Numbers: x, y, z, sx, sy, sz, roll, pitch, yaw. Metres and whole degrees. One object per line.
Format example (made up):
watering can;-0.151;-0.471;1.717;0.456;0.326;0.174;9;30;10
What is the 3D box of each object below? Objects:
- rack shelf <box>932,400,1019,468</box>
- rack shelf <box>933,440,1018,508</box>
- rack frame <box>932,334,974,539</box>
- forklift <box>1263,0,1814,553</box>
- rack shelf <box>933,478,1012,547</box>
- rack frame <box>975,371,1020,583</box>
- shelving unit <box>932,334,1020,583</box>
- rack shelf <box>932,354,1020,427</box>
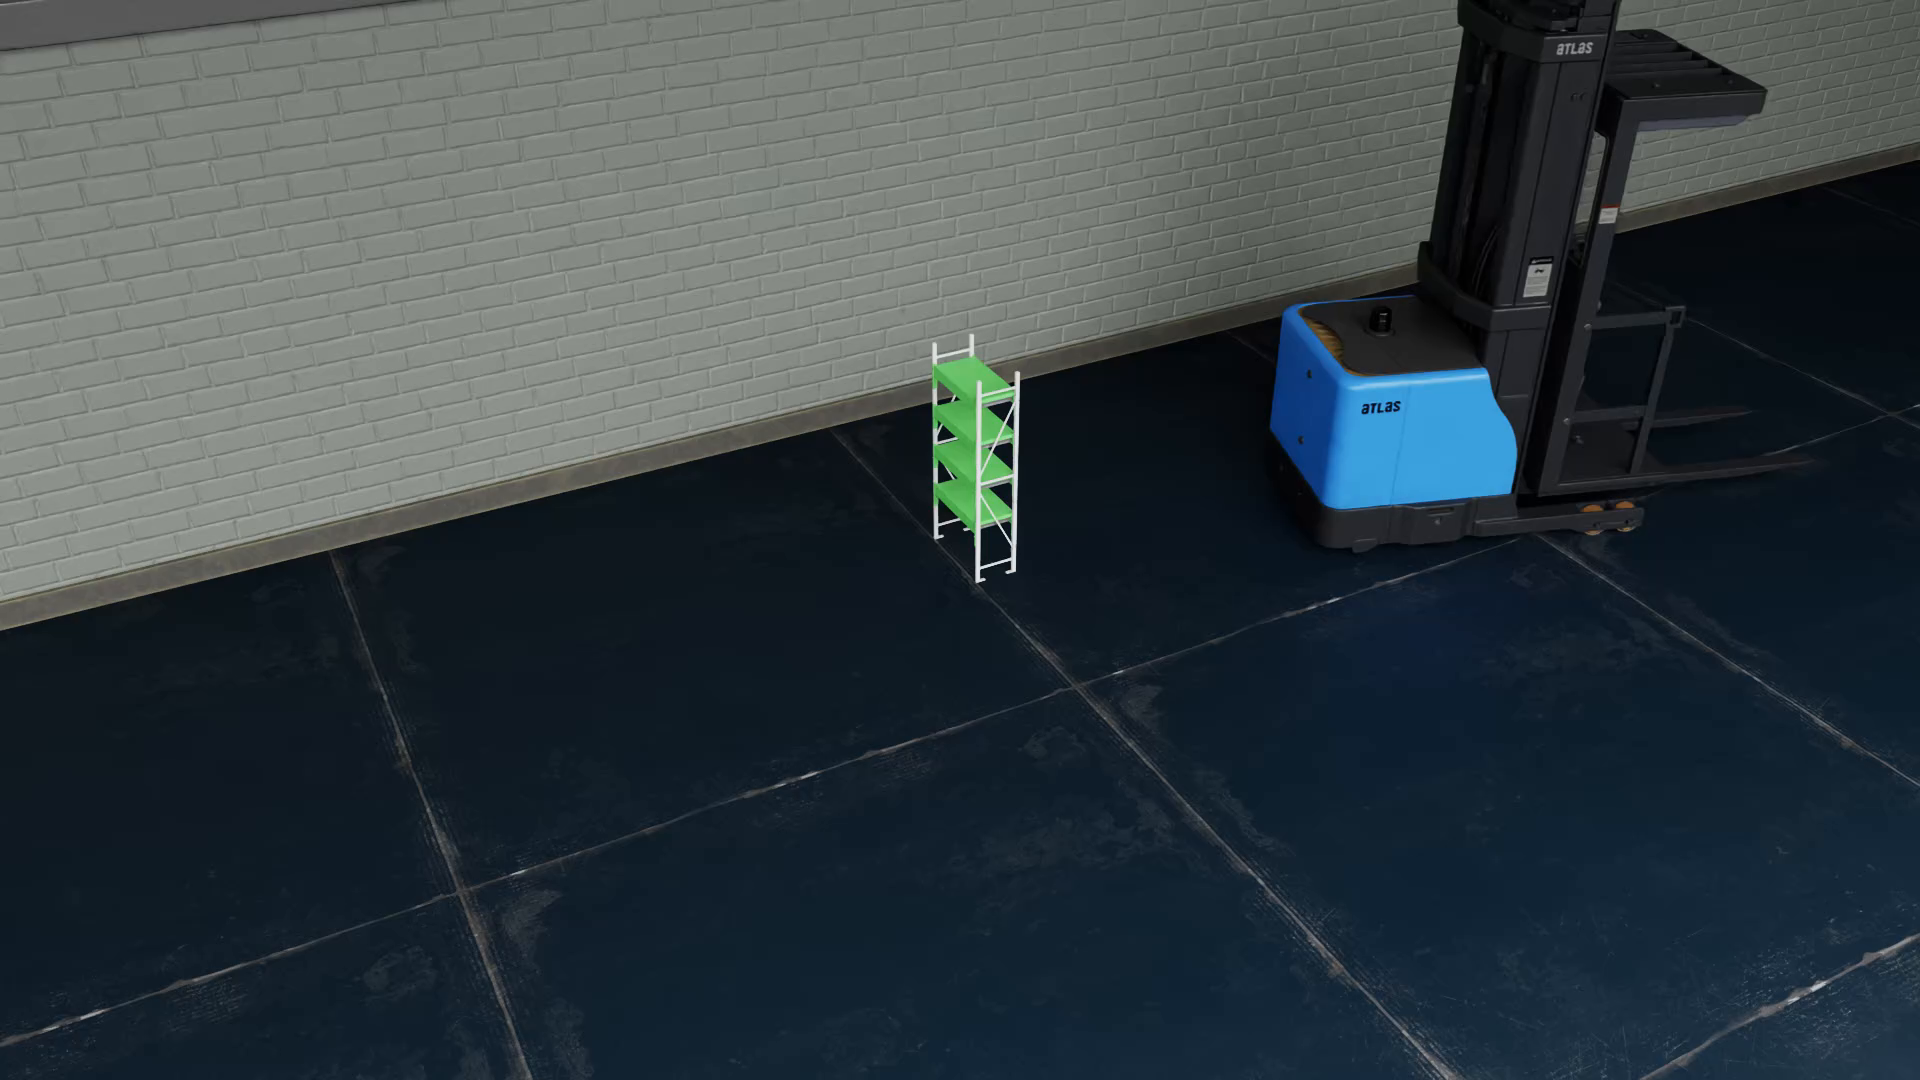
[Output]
rack shelf;0.077;-0.574;8.708;0.258;0.148;0.480;-16;36;-23
rack shelf;0.077;-0.372;8.837;0.258;0.148;0.480;-16;36;-23
rack frame;-0.037;-0.543;8.985;0.240;1.200;0.015;-16;36;-23
forklift;3.359;-1.538;8.934;3.031;2.935;1.130;-5;33;-8
rack shelf;0.077;-0.170;8.967;0.258;0.148;0.480;-16;36;-23
rack frame;0.191;-0.310;8.621;0.240;1.200;0.015;-16;36;-23
shelving unit;0.077;-0.426;8.803;0.258;1.200;0.503;-16;36;-23
rack shelf;0.077;-0.777;8.579;0.258;0.148;0.480;-16;36;-23
